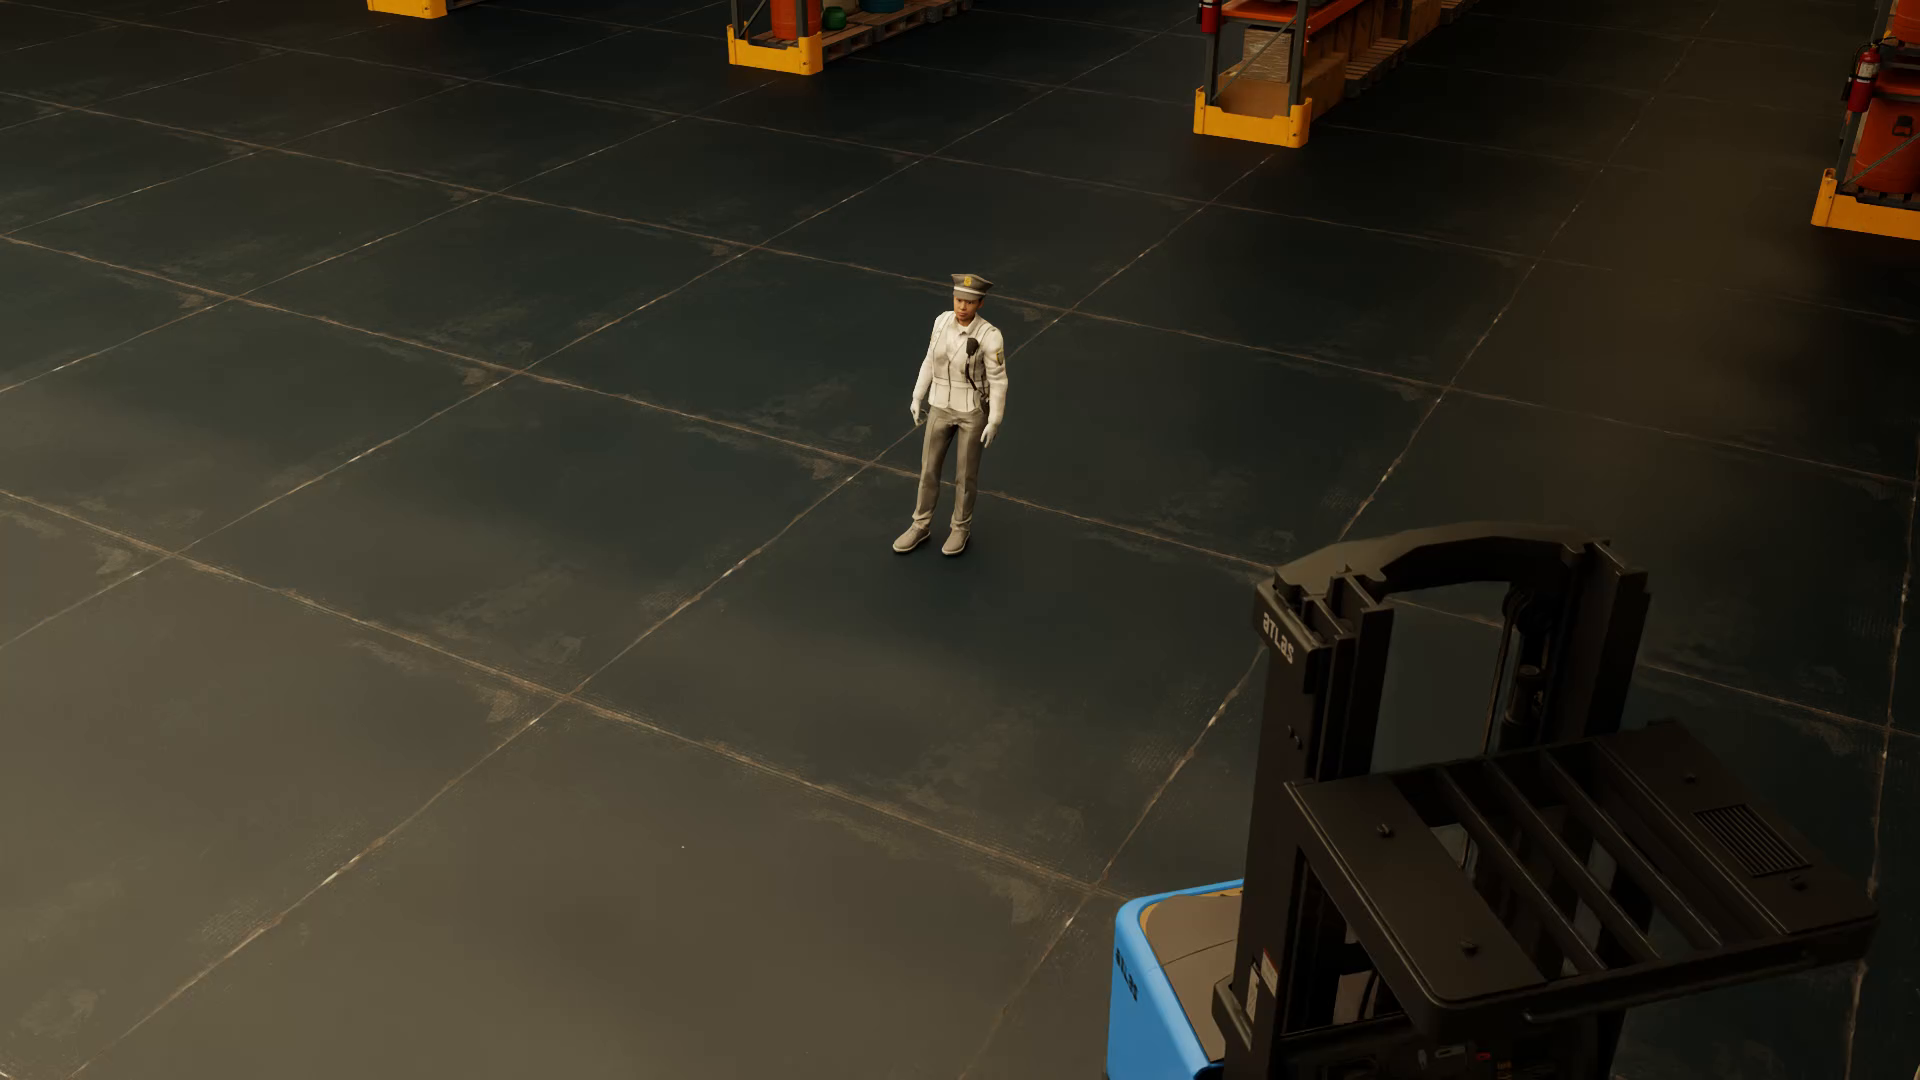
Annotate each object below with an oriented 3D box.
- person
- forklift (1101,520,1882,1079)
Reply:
[{"bbox_3d":[-0.039,-0.712,9.527,0.588,1.695,0.531,15,33,25],"label":"person"},{"bbox_3d":[1.380,1.553,4.380,1.130,2.935,3.031,-7,31,-13],"label":"forklift"}]
